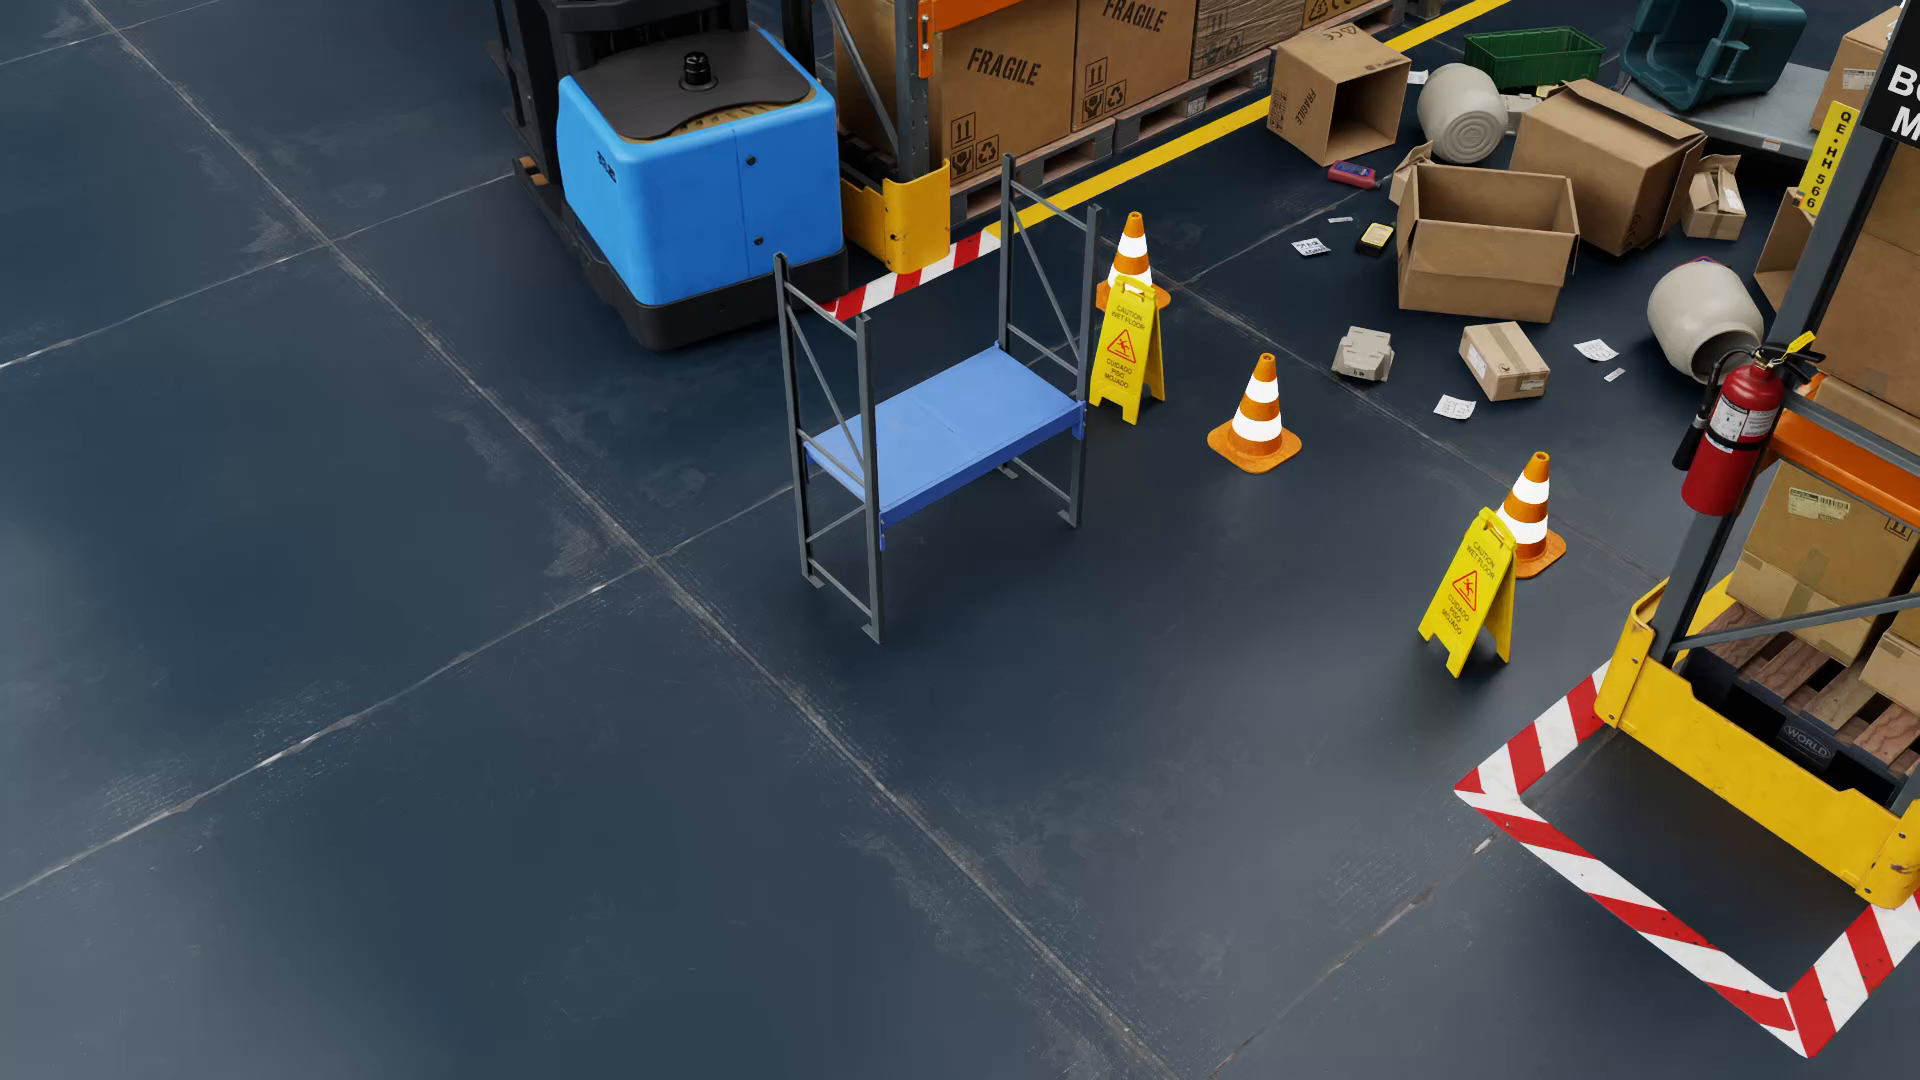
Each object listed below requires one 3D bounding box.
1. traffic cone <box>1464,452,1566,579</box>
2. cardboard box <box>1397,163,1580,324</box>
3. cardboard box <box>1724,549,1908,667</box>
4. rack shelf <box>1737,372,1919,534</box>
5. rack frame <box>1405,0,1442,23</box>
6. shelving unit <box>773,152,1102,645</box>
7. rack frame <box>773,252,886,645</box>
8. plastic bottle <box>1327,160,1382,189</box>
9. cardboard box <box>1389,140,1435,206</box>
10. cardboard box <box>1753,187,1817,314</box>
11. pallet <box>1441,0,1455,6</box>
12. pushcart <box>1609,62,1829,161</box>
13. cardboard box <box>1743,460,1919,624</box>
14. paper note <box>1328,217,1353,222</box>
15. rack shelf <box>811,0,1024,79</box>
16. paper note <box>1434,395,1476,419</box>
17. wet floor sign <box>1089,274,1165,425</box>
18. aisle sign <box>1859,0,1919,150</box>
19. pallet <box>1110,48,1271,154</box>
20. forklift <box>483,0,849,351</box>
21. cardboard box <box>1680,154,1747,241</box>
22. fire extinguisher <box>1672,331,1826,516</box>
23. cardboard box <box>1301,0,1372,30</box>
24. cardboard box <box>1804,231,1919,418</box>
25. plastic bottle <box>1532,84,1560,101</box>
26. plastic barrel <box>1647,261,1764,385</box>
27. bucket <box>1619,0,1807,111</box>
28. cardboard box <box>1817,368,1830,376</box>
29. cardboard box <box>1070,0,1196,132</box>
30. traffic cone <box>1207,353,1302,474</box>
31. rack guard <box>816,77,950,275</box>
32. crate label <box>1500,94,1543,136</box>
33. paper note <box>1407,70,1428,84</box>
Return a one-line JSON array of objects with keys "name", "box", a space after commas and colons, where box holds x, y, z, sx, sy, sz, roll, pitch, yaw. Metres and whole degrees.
[{"name": "traffic cone", "box": [2.245, -0.153, 6.574, 0.334, 0.463, 0.336, -30, 51, -28]}, {"name": "cardboard box", "box": [2.466, -1.402, 7.875, 0.797, 0.503, 0.637, 7, 44, 7]}, {"name": "cardboard box", "box": [3.209, 0.131, 6.121, 0.500, 0.250, 0.500, -30, 51, -28]}, {"name": "rack shelf", "box": [4.277, -0.827, 5.965, 4.000, 0.370, 1.077, -30, 51, -28]}, {"name": "rack frame", "box": [2.558, -4.523, 9.375, 0.127, 3.000, 1.000, -30, 51, -28]}, {"name": "shelving unit", "box": [-0.065, -0.509, 6.197, 1.048, 1.500, 0.538, -30, 51, -28]}, {"name": "rack frame", "box": [-0.455, -0.286, 5.959, 0.032, 1.500, 0.500, -30, 51, -28]}, {"name": "plastic bottle", "box": [2.090, -1.914, 8.743, 0.283, 0.061, 0.133, 22, 47, 21]}, {"name": "cardboard box", "box": [2.421, -1.804, 8.477, 0.258, 0.266, 0.396, -21, 47, -21]}, {"name": "cardboard box", "box": [4.116, -1.302, 7.769, 0.500, 0.500, 0.500, 0, 43, 0]}, {"name": "pallet", "box": [3.101, -3.885, 10.732, 1.213, 0.211, 1.003, -30, 51, -28]}, {"name": "pushcart", "box": [4.310, -2.187, 8.803, 1.648, 0.377, 0.936, 22, 47, 21]}, {"name": "cardboard box", "box": [3.190, -0.124, 5.845, 0.500, 0.500, 0.500, -29, 51, -28]}, {"name": "paper note", "box": [1.941, -1.634, 8.483, 0.123, 0.001, 0.032, -7, 44, -7]}, {"name": "rack shelf", "box": [1.024, -3.382, 8.686, 4.000, 0.370, 1.077, -30, 51, -28]}, {"name": "paper note", "box": [2.191, -0.589, 7.355, 0.148, 0.019, 0.142, 22, 47, 21]}, {"name": "wet floor sign", "box": [0.738, -0.855, 7.189, 0.267, 0.644, 0.232, 30, 51, 28]}, {"name": "aisle sign", "box": [2.510, -1.284, 4.027, 0.004, 0.787, 0.394, -30, 51, -28]}, {"name": "pallet", "box": [0.988, -2.675, 9.444, 1.213, 0.211, 1.003, -30, 51, -28]}, {"name": "forklift", "box": [-1.678, -2.931, 7.730, 1.130, 2.935, 3.031, -21, 47, -21]}, {"name": "cardboard box", "box": [3.809, -1.741, 8.409, 0.258, 0.266, 0.396, 7, 44, 7]}, {"name": "fire extinguisher", "box": [2.360, -0.375, 5.014, 0.183, 0.674, 0.296, -30, 51, -28]}, {"name": "cardboard box", "box": [2.031, -3.662, 9.703, 0.875, 0.875, 0.875, -29, 50, -27]}, {"name": "cardboard box", "box": [2.983, -0.739, 5.055, 0.500, 0.500, 0.500, -31, 51, -29]}, {"name": "plastic bottle", "box": [3.314, -2.538, 9.408, 0.133, 0.061, 0.283, 14, 45, 15]}, {"name": "plastic barrel", "box": [3.356, -0.974, 7.478, 0.421, 0.421, 0.512, 0, 43, 0]}, {"name": "bucket", "box": [3.933, -2.613, 8.622, 0.620, 0.611, 0.726, -6, 43, -21]}, {"name": "cardboard box", "box": [3.016, -0.566, 5.345, 0.250, 0.149, 0.380, -30, 51, -28]}, {"name": "cardboard box", "box": [0.641, -2.865, 8.854, 0.875, 0.875, 0.875, -31, 51, -28]}, {"name": "traffic cone", "box": [1.272, -0.586, 7.036, 0.334, 0.463, 0.336, -30, 51, -28]}, {"name": "rack guard", "box": [-0.529, -1.844, 8.348, 0.348, 0.500, 1.175, -30, 51, -28]}, {"name": "crate label", "box": [3.073, -2.344, 9.146, 0.298, 0.136, 0.250, 7, 44, 7]}, {"name": "paper note", "box": [2.623, -2.670, 9.570, 0.147, 0.020, 0.142, 7, 44, 7]}]
